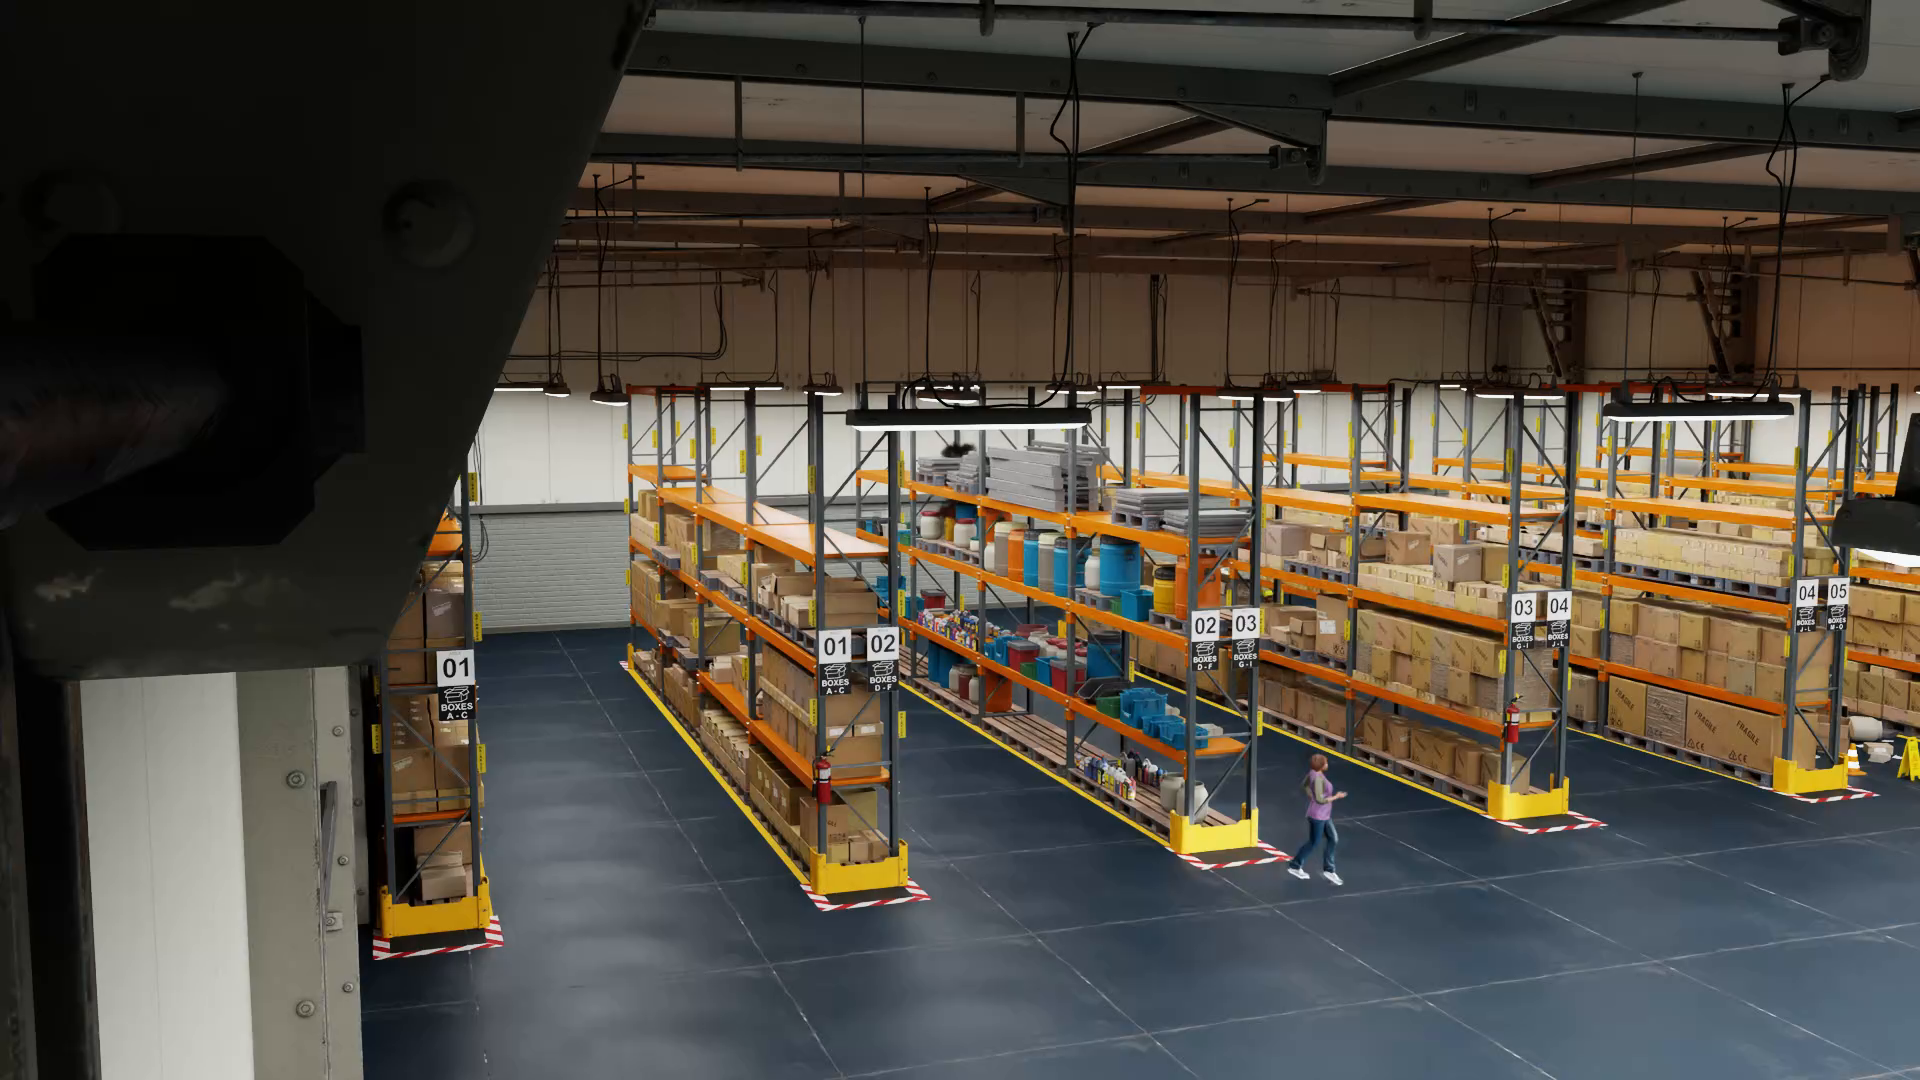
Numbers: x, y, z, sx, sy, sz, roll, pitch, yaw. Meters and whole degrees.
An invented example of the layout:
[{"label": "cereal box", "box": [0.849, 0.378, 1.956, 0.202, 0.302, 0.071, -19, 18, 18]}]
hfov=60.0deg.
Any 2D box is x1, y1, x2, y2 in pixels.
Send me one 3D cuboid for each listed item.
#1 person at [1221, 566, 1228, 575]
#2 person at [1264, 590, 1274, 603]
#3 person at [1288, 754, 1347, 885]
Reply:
[{"label": "person", "box": [6.206, 1.282, 40.794, 0.779, 1.721, 0.774, -3, 7, -27]}, {"label": "person", "box": [6.351, 1.909, 34.299, 0.698, 1.774, 0.853, -2, 6, -19]}, {"label": "person", "box": [4.389, 3.423, 20.400, 0.690, 1.639, 0.518, 2, 6, 16]}]
